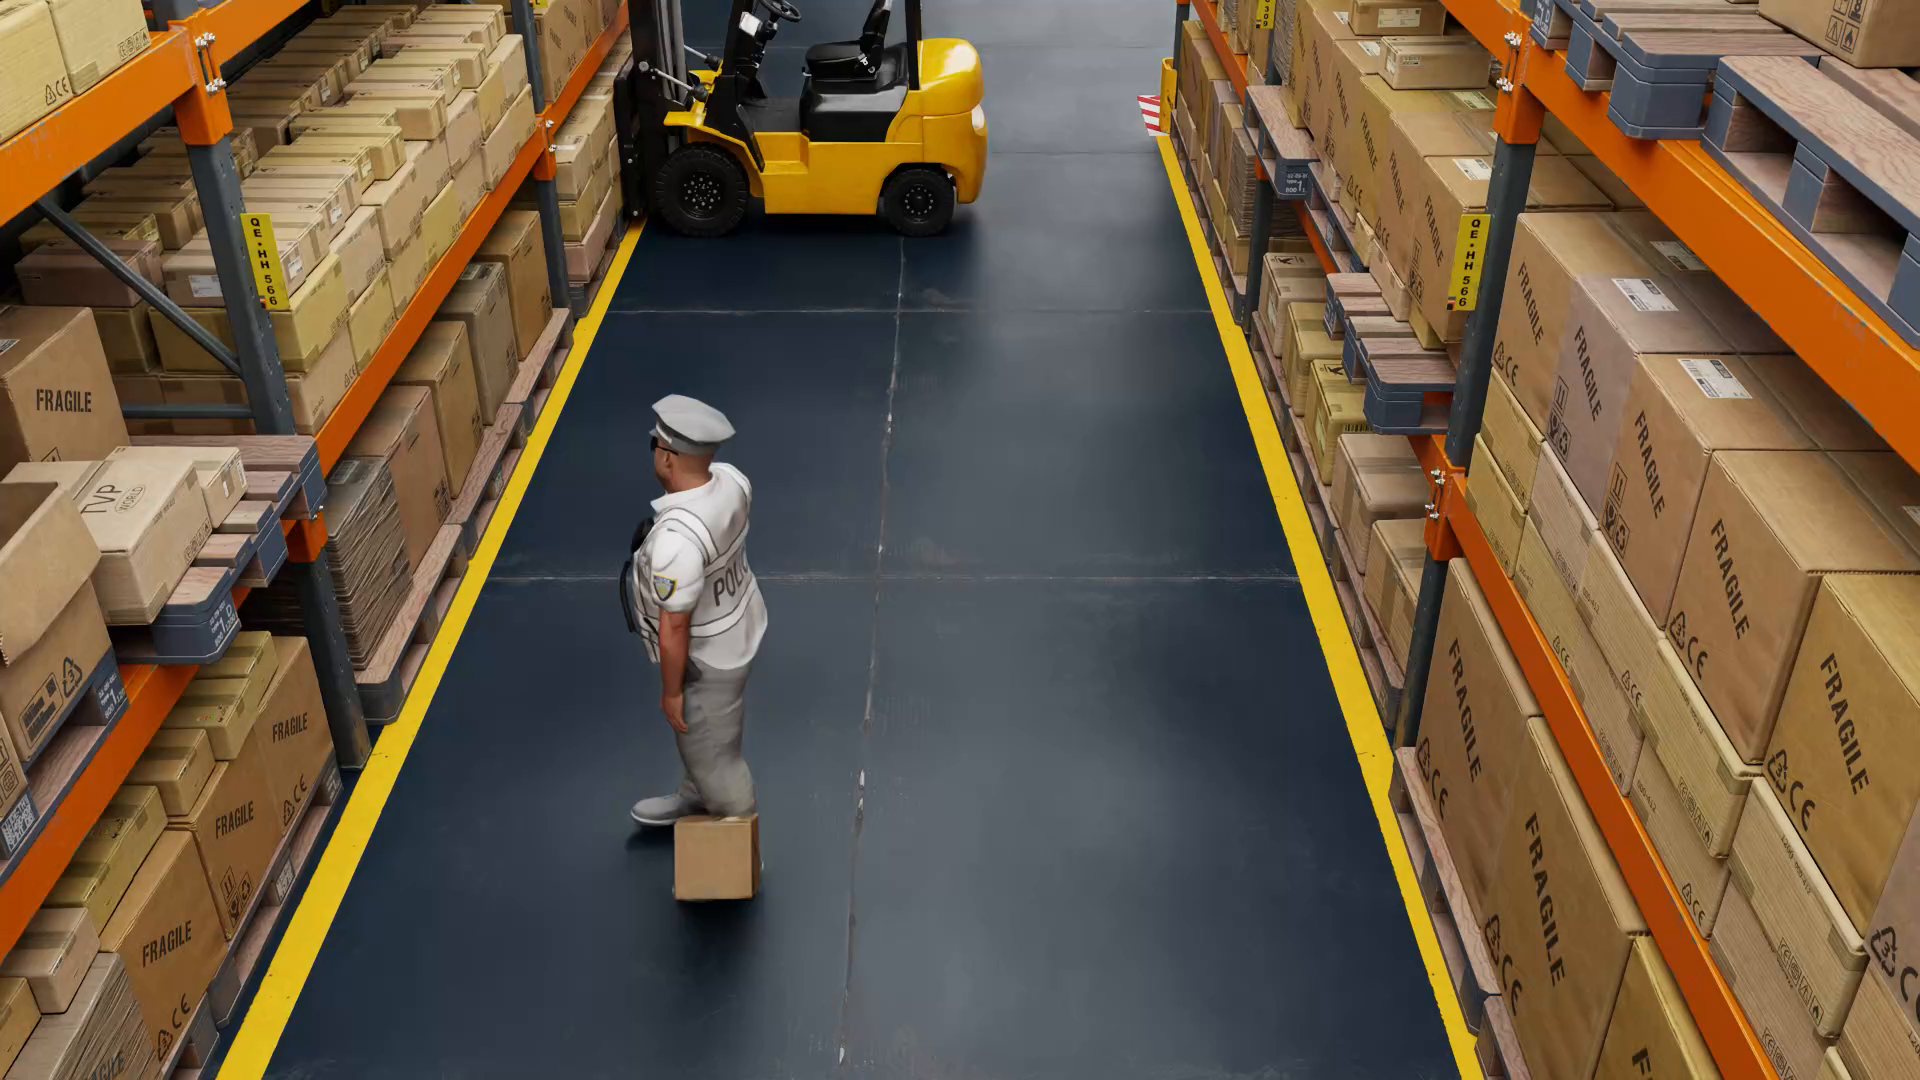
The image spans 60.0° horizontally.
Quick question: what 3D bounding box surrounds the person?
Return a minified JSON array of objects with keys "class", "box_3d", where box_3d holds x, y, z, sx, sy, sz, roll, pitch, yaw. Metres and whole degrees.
[{"class":"person","box_3d":[-0.928,0.349,5.501,0.559,1.769,0.580,5,32,7]}]
